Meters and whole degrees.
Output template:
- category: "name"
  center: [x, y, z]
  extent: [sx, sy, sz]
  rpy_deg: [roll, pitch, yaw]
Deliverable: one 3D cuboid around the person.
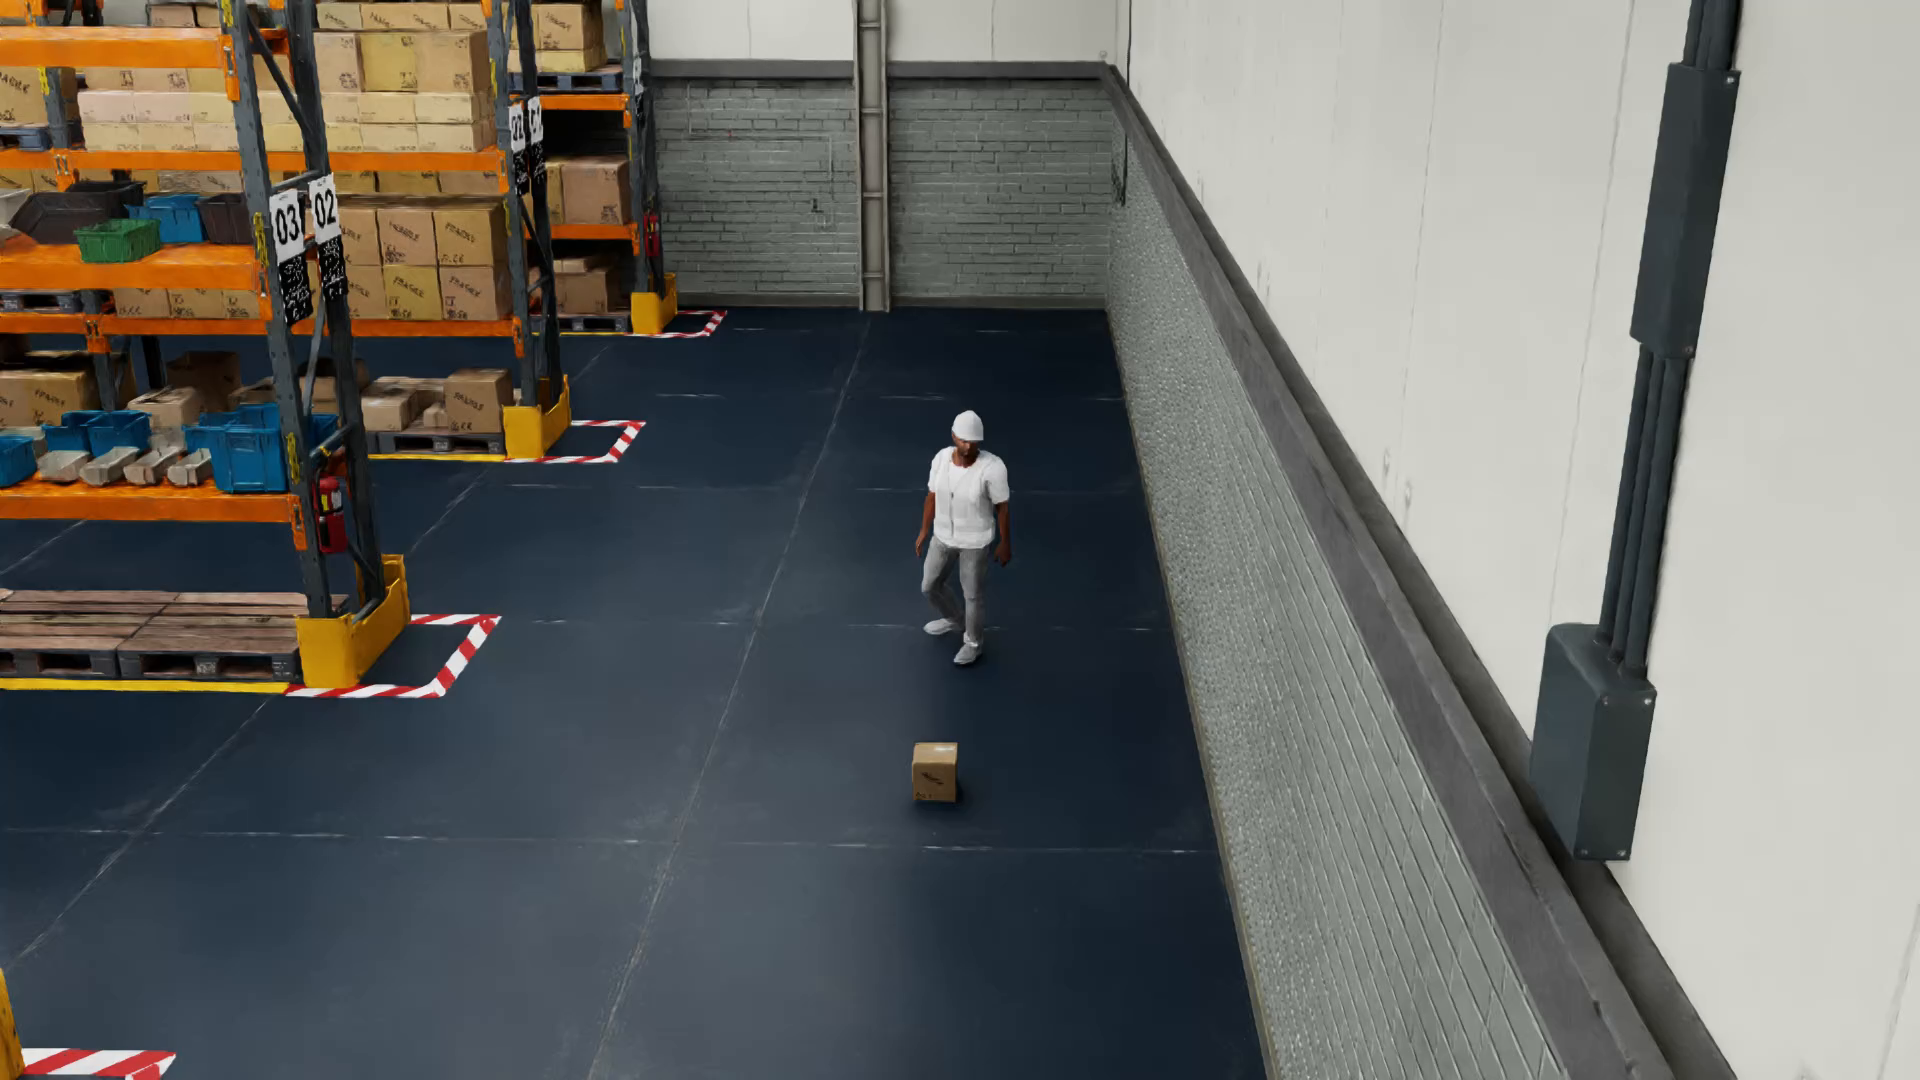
- category: "person"
  center: [0.010, -0.042, 11.103]
  extent: [0.730, 1.762, 0.452]
  rpy_deg: [13, 24, 31]
